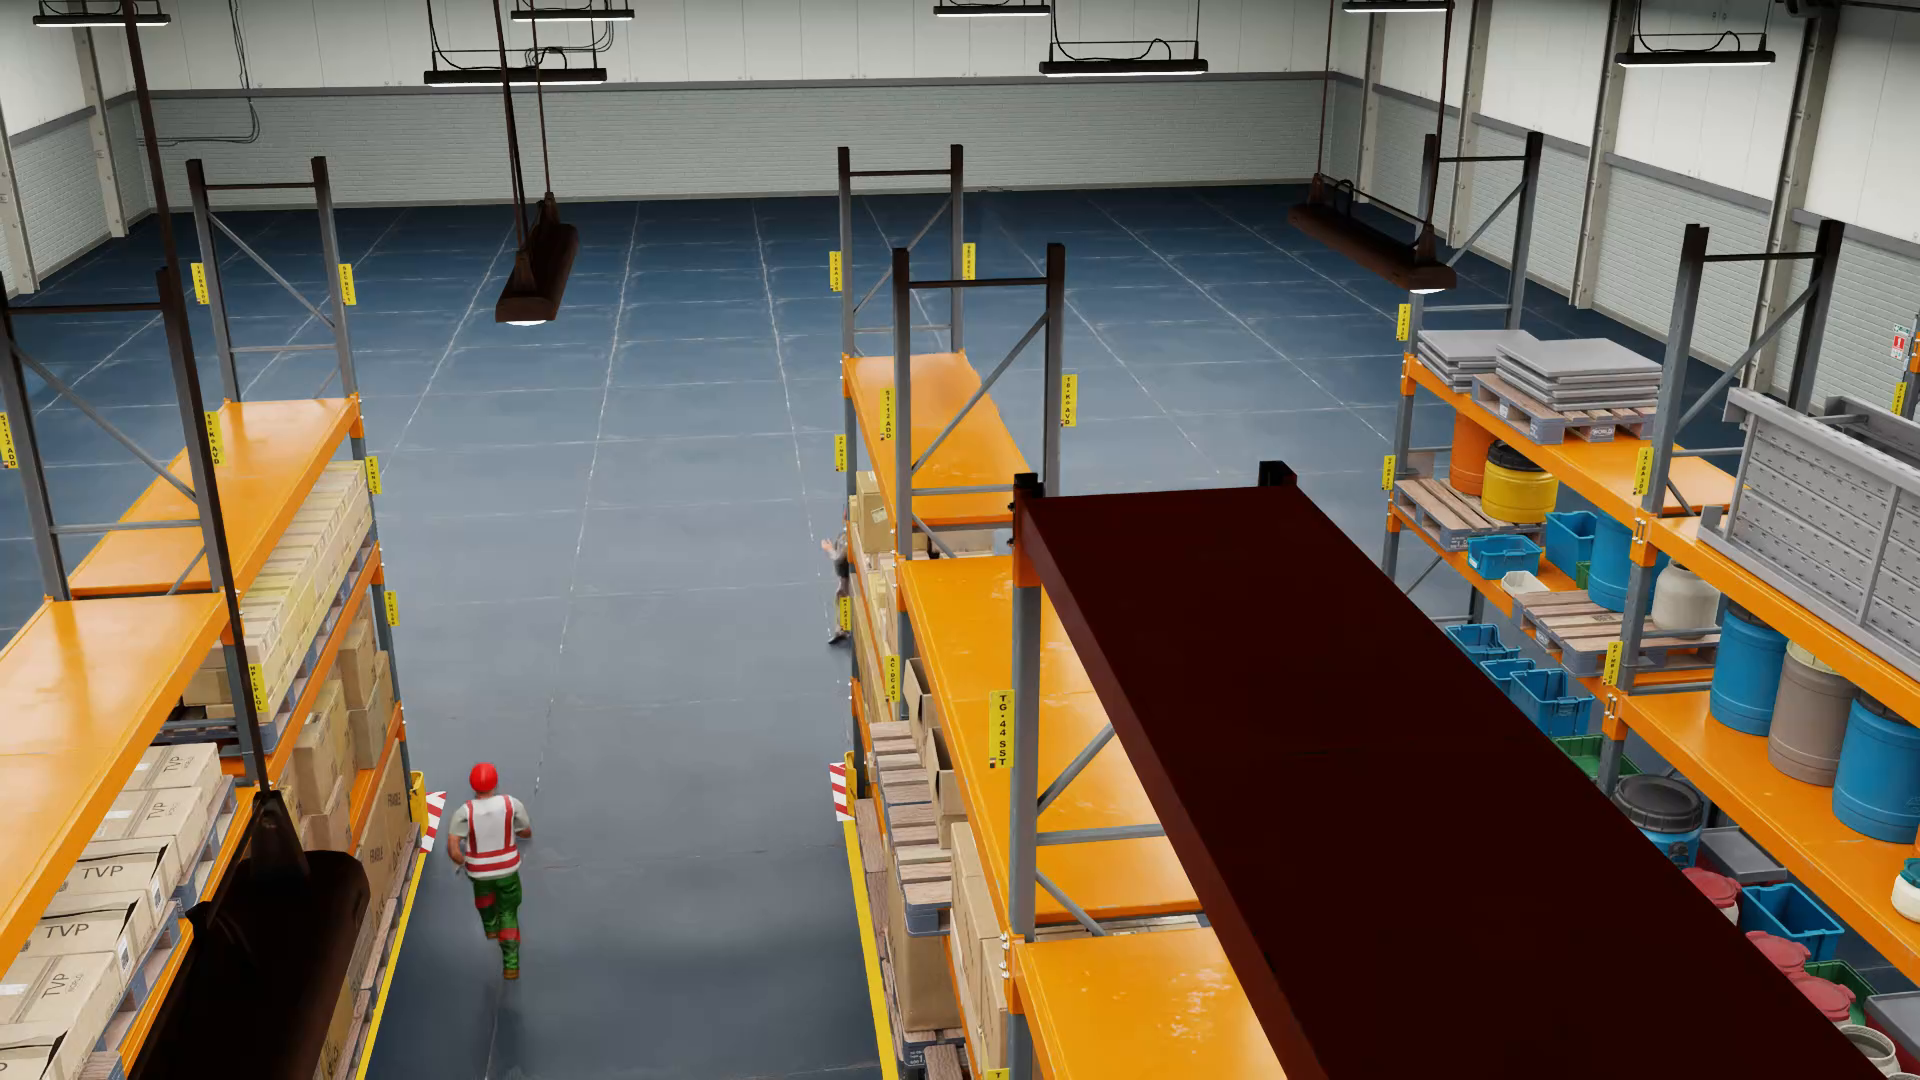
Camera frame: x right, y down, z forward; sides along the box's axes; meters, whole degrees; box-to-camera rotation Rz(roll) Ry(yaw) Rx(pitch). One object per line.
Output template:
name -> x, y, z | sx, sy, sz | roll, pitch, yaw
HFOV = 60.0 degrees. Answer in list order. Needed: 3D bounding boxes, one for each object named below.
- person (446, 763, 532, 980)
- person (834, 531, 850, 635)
person -> -3.521, 2.459, 12.566 | 0.598, 1.670, 0.880 | -5, 22, -12
person -> -1.098, 0.473, 18.209 | 0.709, 1.405, 0.447 | 7, 23, 18
